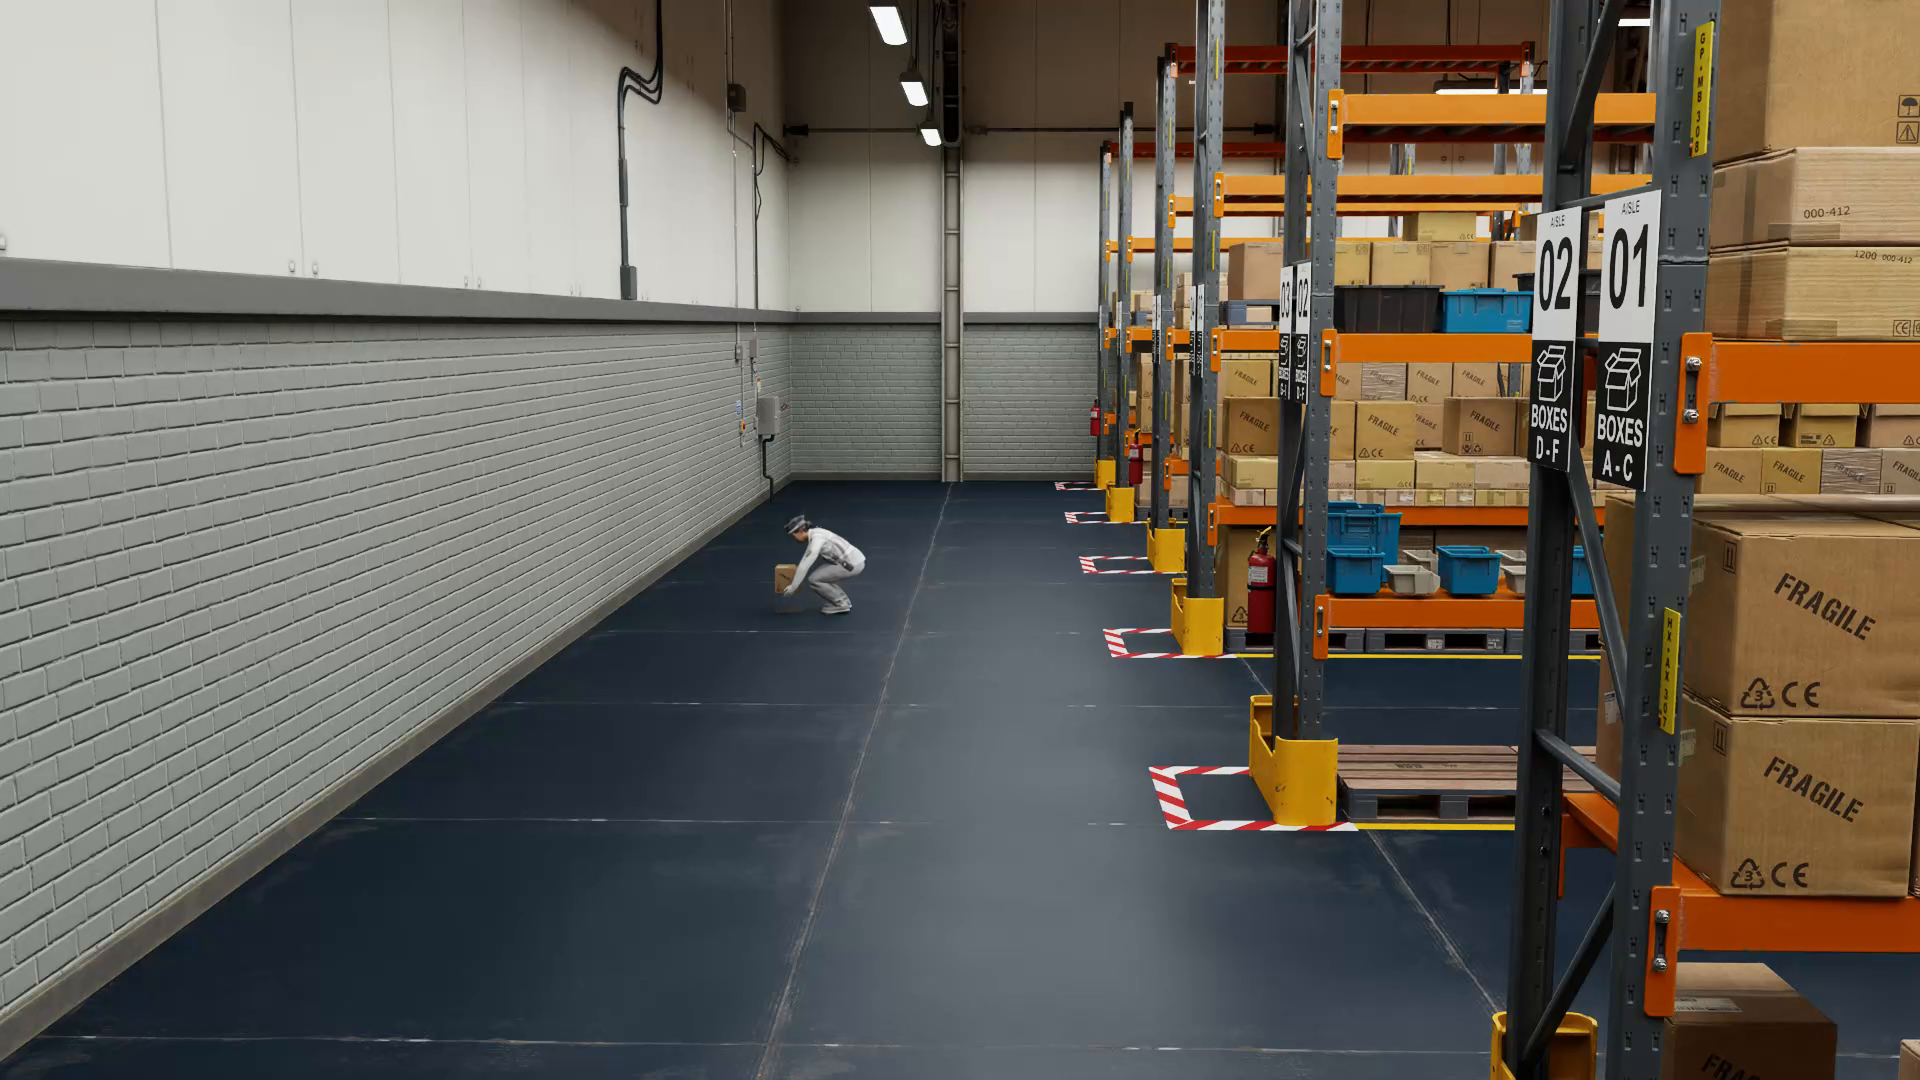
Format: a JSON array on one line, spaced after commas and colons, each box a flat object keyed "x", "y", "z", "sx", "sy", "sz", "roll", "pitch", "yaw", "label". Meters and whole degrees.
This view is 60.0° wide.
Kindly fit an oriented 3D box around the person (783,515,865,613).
[{"x": -1.362, "y": 0.235, "z": 16.652, "sx": 0.818, "sy": 0.983, "sz": 0.491, "roll": 0, "pitch": 7, "yaw": 1, "label": "person"}]
